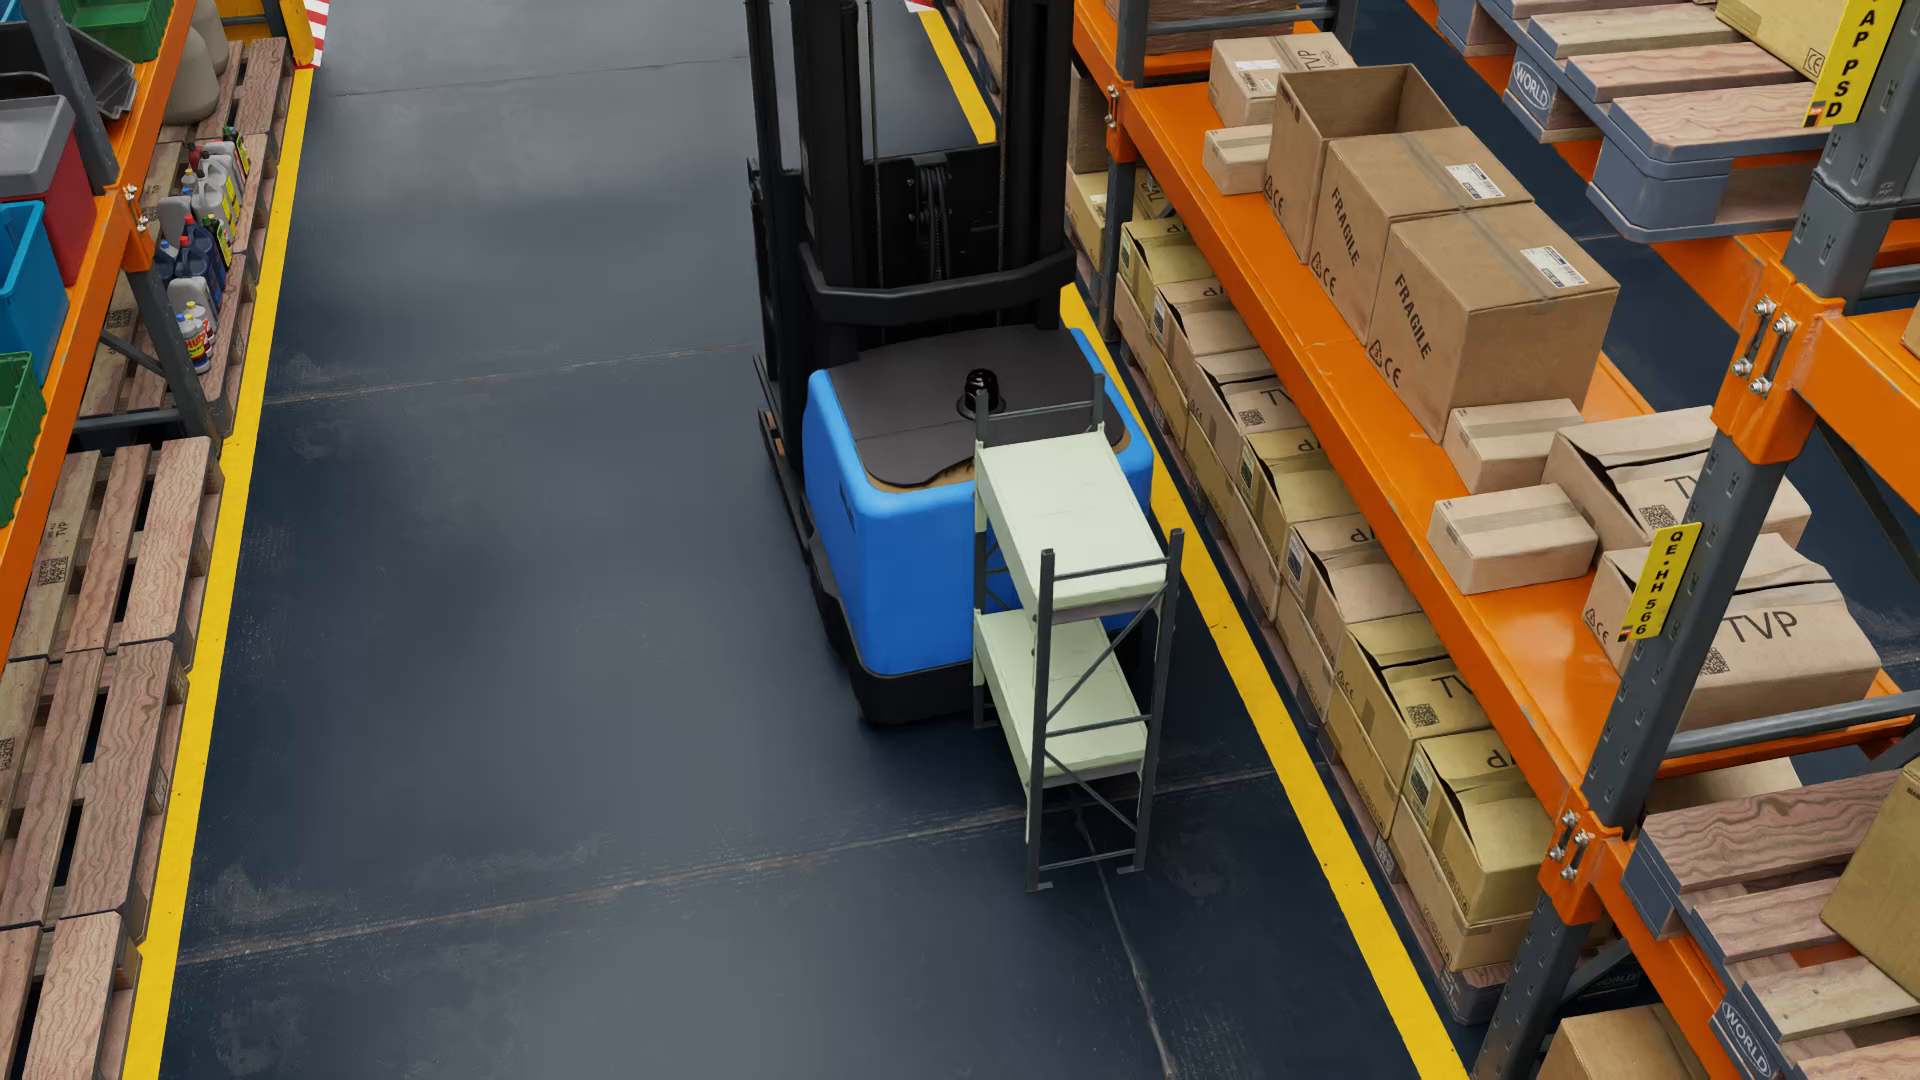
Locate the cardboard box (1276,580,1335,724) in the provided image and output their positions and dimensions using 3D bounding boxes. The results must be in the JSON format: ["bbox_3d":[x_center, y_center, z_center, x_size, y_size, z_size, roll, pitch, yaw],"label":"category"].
[{"bbox_3d":[1.444,0.349,5.852,0.500,0.250,0.500,-7,42,-8],"label":"cardboard box"}]

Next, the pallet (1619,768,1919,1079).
[{"bbox_3d":[2.231,0.945,3.570,1.213,0.211,1.003,-8,42,-9],"label":"pallet"}]

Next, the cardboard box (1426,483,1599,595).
[{"bbox_3d":[1.552,-0.005,4.686,0.380,0.149,0.250,-8,42,-9],"label":"cardboard box"}]

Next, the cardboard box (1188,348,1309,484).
[{"bbox_3d":[1.215,-0.523,6.412,0.500,0.311,0.500,-10,43,-11],"label":"cardboard box"}]

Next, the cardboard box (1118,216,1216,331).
[{"bbox_3d":[0.999,-1.184,7.156,0.500,0.311,0.500,-8,42,-9],"label":"cardboard box"}]

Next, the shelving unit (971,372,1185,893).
[{"bbox_3d":[0.329,0.323,5.253,0.431,1.500,0.755,-9,43,-10],"label":"shelving unit"}]

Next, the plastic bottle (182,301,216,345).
[{"bbox_3d":[-3.369,-0.961,7.349,0.097,0.201,0.097,0,42,0],"label":"plastic bottle"}]

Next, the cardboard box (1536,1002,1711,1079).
[{"bbox_3d":[1.835,1.550,4.295,0.500,0.500,0.500,-7,42,-7],"label":"cardboard box"}]

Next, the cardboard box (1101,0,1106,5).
[{"bbox_3d":[0.931,-2.814,7.585,0.700,0.500,0.500,-9,42,-10],"label":"cardboard box"}]

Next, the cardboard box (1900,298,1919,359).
[{"bbox_3d":[2.143,-0.437,2.648,0.910,0.500,0.500,-8,42,-9],"label":"cardboard box"}]

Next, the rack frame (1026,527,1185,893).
[{"bbox_3d":[0.414,0.561,4.988,0.400,1.500,0.023,-9,43,-10],"label":"rack frame"}]

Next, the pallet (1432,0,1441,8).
[{"bbox_3d":[1.538,-1.759,4.354,1.003,0.211,1.213,-7,42,-7],"label":"pallet"}]

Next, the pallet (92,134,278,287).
[{"bbox_3d":[-4.056,-1.632,8.430,1.003,0.211,1.213,-8,42,-9],"label":"pallet"}]

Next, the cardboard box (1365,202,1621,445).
[{"bbox_3d":[1.638,-0.679,5.180,0.500,0.500,0.500,-10,43,-12],"label":"cardboard box"}]

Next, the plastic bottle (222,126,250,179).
[{"bbox_3d":[-3.680,-1.982,8.438,0.061,0.283,0.133,-7,42,-8],"label":"plastic bottle"}]

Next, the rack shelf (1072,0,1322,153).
[{"bbox_3d":[0.721,-3.176,8.610,1.077,0.370,4.000,-8,42,-9],"label":"rack shelf"}]

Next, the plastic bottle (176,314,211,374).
[{"bbox_3d":[-3.325,-0.855,7.177,0.097,0.271,0.097,0,42,0],"label":"plastic bottle"}]

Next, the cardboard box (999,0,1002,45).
[{"bbox_3d":[0.509,-2.798,8.833,0.500,0.500,0.500,-8,42,-9],"label":"cardboard box"}]

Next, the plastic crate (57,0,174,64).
[{"bbox_3d":[-3.702,-2.282,7.221,0.450,0.188,0.662,-8,42,-9],"label":"plastic crate"}]

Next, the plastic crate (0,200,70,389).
[{"bbox_3d":[-3.143,-0.765,5.364,0.392,0.384,0.575,-8,42,-9],"label":"plastic crate"}]

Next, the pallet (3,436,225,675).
[{"bbox_3d":[-3.477,0.105,6.473,1.003,0.211,1.213,-8,42,-9],"label":"pallet"}]

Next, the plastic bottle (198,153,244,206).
[{"bbox_3d":[-3.666,-1.795,8.233,0.152,0.276,0.135,-9,42,-10],"label":"plastic bottle"}]

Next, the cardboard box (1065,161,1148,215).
[{"bbox_3d":[0.741,-1.872,8.354,0.500,0.250,0.500,-8,42,-9],"label":"cardboard box"}]

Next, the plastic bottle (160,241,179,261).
[{"bbox_3d":[-3.603,-1.245,7.617,0.097,0.271,0.097,0,42,0],"label":"plastic bottle"}]

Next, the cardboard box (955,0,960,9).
[{"bbox_3d":[0.188,-3.491,10.178,0.500,0.250,0.500,-8,42,-9],"label":"cardboard box"}]

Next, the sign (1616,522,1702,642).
[{"bbox_3d":[1.475,0.093,3.514,0.100,0.325,0.005,-8,42,-9],"label":"sign"}]

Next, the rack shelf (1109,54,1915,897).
[{"bbox_3d":[1.585,-0.583,5.689,1.077,0.370,4.000,-8,42,-9],"label":"rack shelf"}]

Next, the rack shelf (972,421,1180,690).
[{"bbox_3d":[0.329,0.033,4.993,0.431,0.370,0.720,-9,43,-10],"label":"rack shelf"}]

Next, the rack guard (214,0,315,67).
[{"bbox_3d":[-4.486,-3.057,9.817,1.175,0.500,0.348,-8,42,-9],"label":"rack guard"}]

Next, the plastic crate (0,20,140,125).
[{"bbox_3d":[-3.673,-1.776,6.538,0.767,0.338,0.504,-8,42,-9],"label":"plastic crate"}]

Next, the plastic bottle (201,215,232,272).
[{"bbox_3d":[-3.489,-1.408,7.791,0.061,0.283,0.133,-7,42,-7],"label":"plastic bottle"}]

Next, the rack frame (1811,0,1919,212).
[{"bbox_3d":[2.016,-1.799,1.999,1.000,3.000,0.127,-8,42,-9],"label":"rack frame"}]

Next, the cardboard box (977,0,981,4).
[{"bbox_3d":[0.298,-3.447,9.564,0.500,0.500,0.500,-8,42,-9],"label":"cardboard box"}]

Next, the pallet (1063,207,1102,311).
[{"bbox_3d":[1.022,-1.627,8.424,1.003,0.211,1.213,-8,42,-9],"label":"pallet"}]

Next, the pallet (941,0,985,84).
[{"bbox_3d":[0.495,-3.209,10.206,1.003,0.211,1.213,-8,42,-9],"label":"pallet"}]

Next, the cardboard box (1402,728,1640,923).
[{"bbox_3d":[1.663,0.801,4.920,0.500,0.311,0.500,-7,42,-8],"label":"cardboard box"}]

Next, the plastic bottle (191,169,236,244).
[{"bbox_3d":[-3.586,-1.596,7.952,0.144,0.351,0.185,-9,42,-10],"label":"plastic bottle"}]

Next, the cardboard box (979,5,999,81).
[{"bbox_3d":[0.407,-2.843,9.448,0.500,0.250,0.500,-8,42,-9],"label":"cardboard box"}]

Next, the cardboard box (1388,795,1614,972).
[{"bbox_3d":[1.665,1.009,5.108,0.500,0.250,0.500,-7,42,-8],"label":"cardboard box"}]

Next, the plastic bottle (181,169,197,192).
[{"bbox_3d":[-3.784,-1.737,8.224,0.097,0.201,0.097,0,42,0],"label":"plastic bottle"}]

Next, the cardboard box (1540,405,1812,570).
[{"bbox_3d":[2.012,-0.130,4.704,0.500,0.311,0.500,-9,42,-10],"label":"cardboard box"}]

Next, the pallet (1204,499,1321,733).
[{"bbox_3d":[1.617,0.159,6.412,1.003,0.211,1.213,-8,42,-9],"label":"pallet"}]

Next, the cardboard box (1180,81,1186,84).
[{"bbox_3d":[1.243,-2.226,8.188,0.500,0.500,0.500,-8,42,-9],"label":"cardboard box"}]

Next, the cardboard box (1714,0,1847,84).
[{"bbox_3d":[1.863,-1.065,3.227,0.500,0.250,0.500,-11,43,-12],"label":"cardboard box"}]

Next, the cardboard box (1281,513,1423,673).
[{"bbox_3d":[1.438,0.138,5.668,0.500,0.311,0.500,-9,42,-10],"label":"cardboard box"}]

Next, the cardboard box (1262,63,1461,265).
[{"bbox_3d":[1.416,-1.344,5.930,0.500,0.500,0.500,-6,42,-6],"label":"cardboard box"}]

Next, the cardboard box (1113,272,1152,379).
[{"bbox_3d":[0.998,-0.980,7.350,0.500,0.250,0.500,-9,42,-10],"label":"cardboard box"}]

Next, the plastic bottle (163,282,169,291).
[{"bbox_3d":[-3.526,-1.049,7.387,0.061,0.283,0.133,-8,42,-9],"label":"plastic bottle"}]

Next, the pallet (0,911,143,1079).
[{"bbox_3d":[-2.950,1.687,4.691,1.003,0.211,1.213,-8,42,-9],"label":"pallet"}]

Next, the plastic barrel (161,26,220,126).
[{"bbox_3d":[-4.223,-2.520,8.887,0.421,0.512,0.421,0,42,0],"label":"plastic barrel"}]

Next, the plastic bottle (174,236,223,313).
[{"bbox_3d":[-3.454,-1.198,7.504,0.144,0.351,0.185,-7,42,-8],"label":"plastic bottle"}]

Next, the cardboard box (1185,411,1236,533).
[{"bbox_3d":[1.222,-0.314,6.599,0.500,0.250,0.500,-10,42,-11],"label":"cardboard box"}]

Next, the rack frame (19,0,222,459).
[{"bbox_3d":[-3.685,-1.441,6.114,1.000,3.000,0.127,-8,42,-9],"label":"rack frame"}]

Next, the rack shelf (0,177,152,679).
[{"bbox_3d":[-3.253,0.124,4.893,1.077,0.370,4.000,-8,42,-9],"label":"rack shelf"}]

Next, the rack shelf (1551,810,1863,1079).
[{"bbox_3d":[2.448,2.010,2.768,1.077,0.370,4.000,-8,42,-9],"label":"rack shelf"}]

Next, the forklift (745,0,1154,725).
[{"bbox_3d":[-0.237,-1.431,6.155,1.130,2.935,3.031,-11,43,-12],"label":"forklift"}]

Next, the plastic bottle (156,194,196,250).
[{"bbox_3d":[-3.725,-1.530,7.935,0.152,0.276,0.135,-8,42,-9],"label":"plastic bottle"}]
